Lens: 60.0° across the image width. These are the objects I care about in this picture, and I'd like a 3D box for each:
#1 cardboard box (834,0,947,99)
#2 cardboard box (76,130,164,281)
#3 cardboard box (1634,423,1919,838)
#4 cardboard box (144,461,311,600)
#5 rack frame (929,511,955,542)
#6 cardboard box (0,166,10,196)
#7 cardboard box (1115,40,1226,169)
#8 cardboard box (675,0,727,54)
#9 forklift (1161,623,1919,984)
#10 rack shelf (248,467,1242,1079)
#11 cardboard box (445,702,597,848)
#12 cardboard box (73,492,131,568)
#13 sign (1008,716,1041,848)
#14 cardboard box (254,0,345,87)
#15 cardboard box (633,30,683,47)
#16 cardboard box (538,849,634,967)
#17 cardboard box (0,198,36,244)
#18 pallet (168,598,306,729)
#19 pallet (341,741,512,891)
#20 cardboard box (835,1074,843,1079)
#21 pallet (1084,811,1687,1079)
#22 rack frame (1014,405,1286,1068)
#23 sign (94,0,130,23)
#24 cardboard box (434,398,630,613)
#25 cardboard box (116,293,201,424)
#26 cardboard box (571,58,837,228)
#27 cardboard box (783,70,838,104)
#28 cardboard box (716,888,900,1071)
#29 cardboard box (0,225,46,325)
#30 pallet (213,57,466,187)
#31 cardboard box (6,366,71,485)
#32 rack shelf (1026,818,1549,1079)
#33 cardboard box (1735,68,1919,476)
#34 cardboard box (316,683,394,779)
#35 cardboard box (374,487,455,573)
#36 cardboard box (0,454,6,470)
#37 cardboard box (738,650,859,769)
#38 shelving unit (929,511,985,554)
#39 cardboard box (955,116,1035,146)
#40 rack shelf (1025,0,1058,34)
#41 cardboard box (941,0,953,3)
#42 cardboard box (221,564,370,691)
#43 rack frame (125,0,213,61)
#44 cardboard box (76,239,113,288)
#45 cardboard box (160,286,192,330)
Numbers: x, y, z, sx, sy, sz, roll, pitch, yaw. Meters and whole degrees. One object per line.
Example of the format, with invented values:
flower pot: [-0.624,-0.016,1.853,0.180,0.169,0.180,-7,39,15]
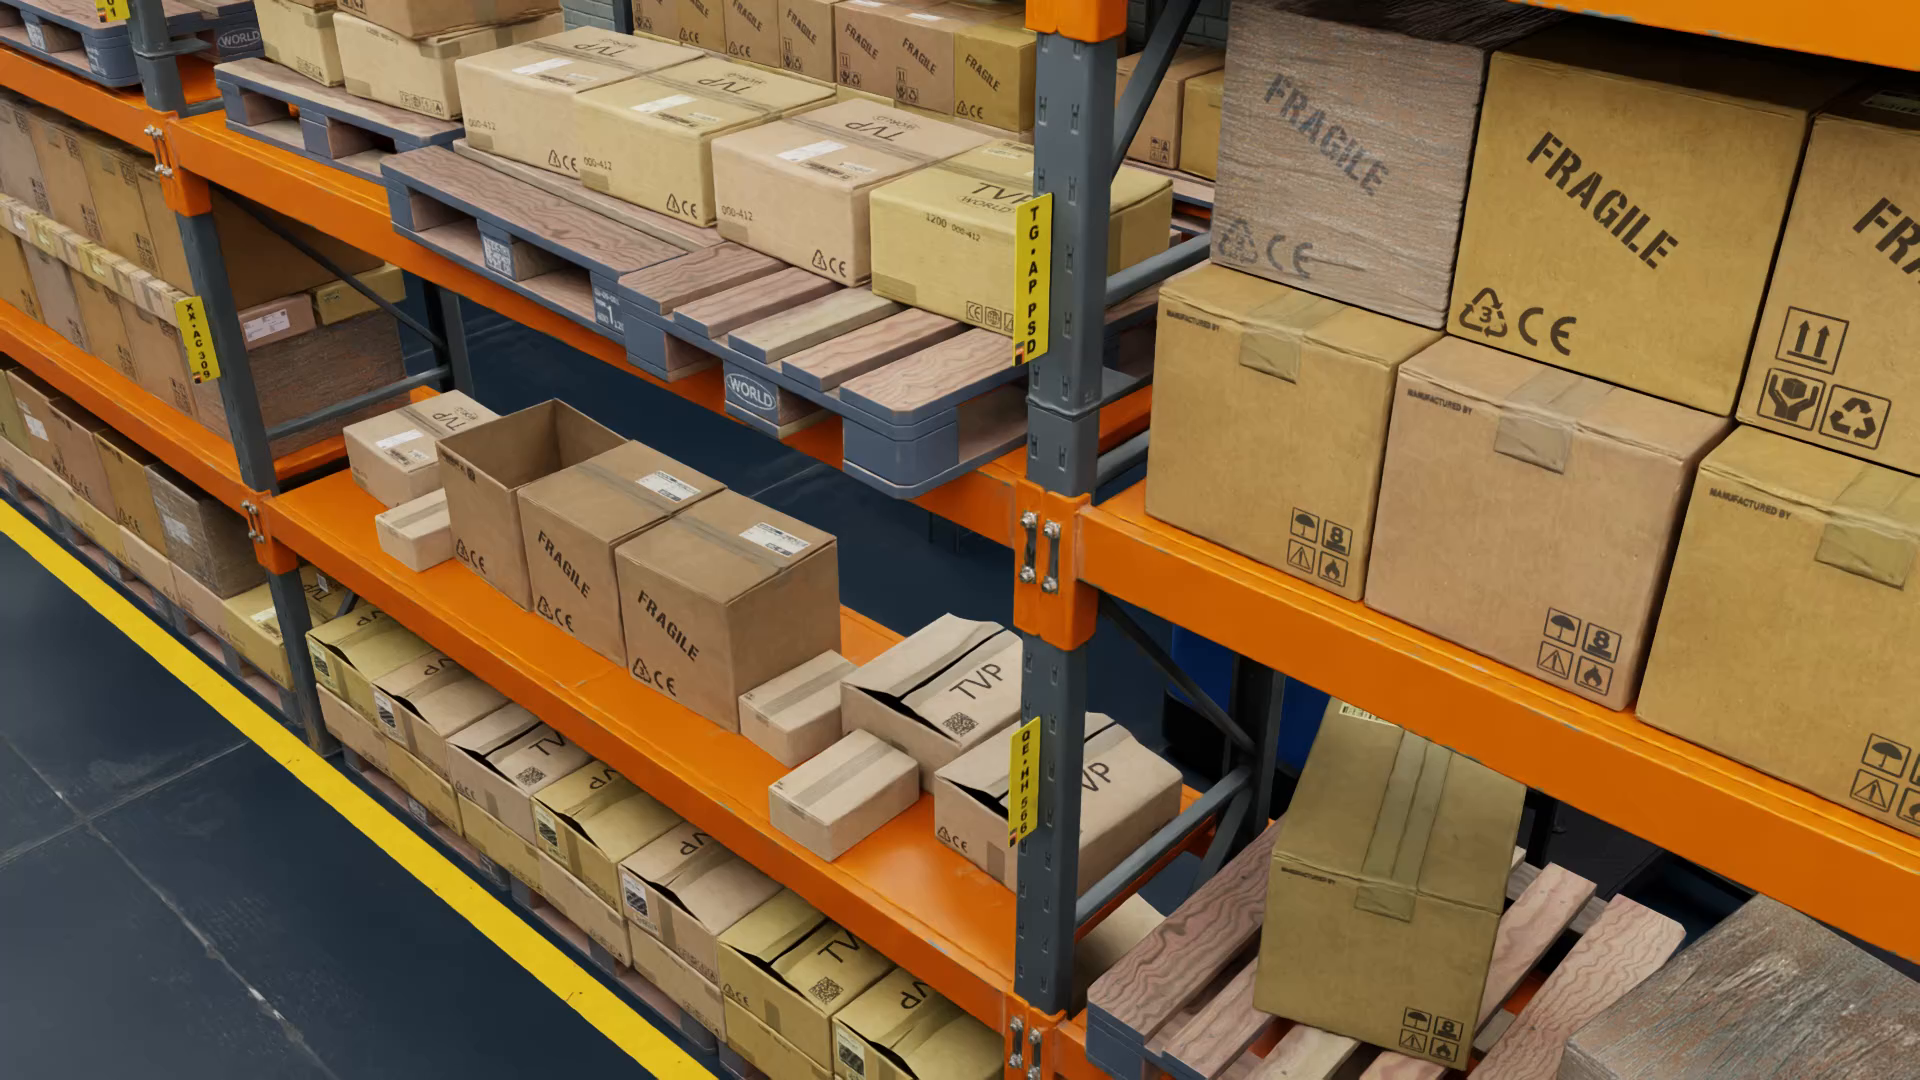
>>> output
cardboard box: [-0.426,-3.103,10.394,0.500,0.500,0.500,24,38,34]
cardboard box: [-3.158,-1.471,6.931,0.500,0.500,0.700,25,39,35]
cardboard box: [1.626,0.004,2.830,0.500,0.500,0.910,25,39,35]
cardboard box: [-3.303,-0.125,7.581,0.500,0.500,0.500,25,39,35]
rack frame: [-0.079,-0.551,8.501,0.006,1.200,0.240,25,39,35]
cardboard box: [-4.270,-1.991,7.795,0.500,0.500,0.700,25,39,35]
cardboard box: [1.227,-2.485,9.446,0.500,0.500,0.700,25,39,35]
cardboard box: [-1.582,-3.638,11.283,0.500,0.500,0.500,25,39,35]
forklift: [2.227,0.043,5.837,1.130,2.935,3.031,-25,39,-35]
rack shelf: [-0.966,0.453,5.786,4.000,0.370,1.077,25,39,35]
cardboard box: [-1.558,0.803,6.223,0.500,0.311,0.500,24,38,34]
cardboard box: [-4.056,-0.143,8.338,0.500,0.250,0.500,25,39,35]
sign: [0.146,0.555,3.798,0.005,0.325,0.100,25,39,35]
cardboard box: [-1.999,-1.731,5.547,0.500,0.250,0.500,-25,39,-35]
cardboard box: [-1.945,-3.481,11.750,0.500,0.250,0.500,24,38,34]
cardboard box: [-1.176,1.217,6.078,0.500,0.250,0.500,26,40,36]
cardboard box: [-4.129,-1.502,7.611,0.250,0.149,0.380,25,39,36]
pallet: [-3.011,0.356,7.954,1.213,0.211,1.003,25,39,35]
pallet: [-1.877,0.888,7.071,1.213,0.211,1.003,25,39,35]
cardboard box: [-0.037,1.746,5.199,0.500,0.250,0.500,26,40,36]
pallet: [1.066,1.127,4.155,1.003,0.211,1.213,25,39,35]
rack frame: [0.516,0.837,4.451,0.127,3.000,1.000,25,39,35]
sign: [-2.821,-1.875,5.470,0.005,0.325,0.100,25,39,35]
cardboard box: [-1.500,-0.136,5.970,0.500,0.500,0.500,-26,40,-36]
cardboard box: [-3.178,-0.921,7.275,0.500,0.500,0.700,25,39,35]
cardboard box: [-0.675,-1.076,4.459,0.500,0.250,0.500,24,39,34]
cardboard box: [-0.803,-2.952,10.872,0.500,0.250,0.500,25,39,36]
cardboard box: [-0.427,1.331,5.347,0.500,0.311,0.500,24,39,34]
cardboard box: [-4.321,-1.454,8.160,0.500,0.500,0.700,25,39,35]
pallet: [-1.787,-1.450,5.527,1.217,0.209,0.805,23,38,33]
cardboard box: [-4.415,-0.644,8.443,0.500,0.500,0.500,25,39,35]
rack shelf: [1.999,1.838,3.487,4.000,0.370,1.077,25,39,35]
cardboard box: [1.592,-0.413,2.552,0.500,0.500,0.500,25,39,35]
cardboard box: [-2.316,0.685,6.962,0.500,0.250,0.500,24,38,34]
cardboard box: [-1.929,-0.055,6.176,0.250,0.149,0.380,25,39,35]
cardboard box: [-5.167,-0.663,9.201,0.500,0.250,0.500,25,39,35]
cardboard box: [-0.467,0.525,5.213,0.380,0.149,0.250,-26,40,-36]
shelving unit: [-0.011,-0.519,8.449,0.189,1.200,0.258,25,39,35]
cardboard box: [0.318,-2.435,10.013,0.500,0.250,0.500,25,39,35]
rack shelf: [-0.966,-1.946,4.342,4.000,0.370,1.077,25,39,35]
cardboard box: [-0.083,-3.306,10.732,0.500,0.500,0.500,26,40,36]
cardboard box: [-2.940,0.374,7.479,0.500,0.250,0.500,25,39,35]
rack frame: [-2.449,-3.117,5.203,0.127,3.000,1.000,25,39,35]
cardboard box: [-3.548,-1.233,7.164,0.250,0.149,0.380,25,39,35]
cardboard box: [-2.977,-0.966,6.721,0.250,0.149,0.380,24,39,34]
